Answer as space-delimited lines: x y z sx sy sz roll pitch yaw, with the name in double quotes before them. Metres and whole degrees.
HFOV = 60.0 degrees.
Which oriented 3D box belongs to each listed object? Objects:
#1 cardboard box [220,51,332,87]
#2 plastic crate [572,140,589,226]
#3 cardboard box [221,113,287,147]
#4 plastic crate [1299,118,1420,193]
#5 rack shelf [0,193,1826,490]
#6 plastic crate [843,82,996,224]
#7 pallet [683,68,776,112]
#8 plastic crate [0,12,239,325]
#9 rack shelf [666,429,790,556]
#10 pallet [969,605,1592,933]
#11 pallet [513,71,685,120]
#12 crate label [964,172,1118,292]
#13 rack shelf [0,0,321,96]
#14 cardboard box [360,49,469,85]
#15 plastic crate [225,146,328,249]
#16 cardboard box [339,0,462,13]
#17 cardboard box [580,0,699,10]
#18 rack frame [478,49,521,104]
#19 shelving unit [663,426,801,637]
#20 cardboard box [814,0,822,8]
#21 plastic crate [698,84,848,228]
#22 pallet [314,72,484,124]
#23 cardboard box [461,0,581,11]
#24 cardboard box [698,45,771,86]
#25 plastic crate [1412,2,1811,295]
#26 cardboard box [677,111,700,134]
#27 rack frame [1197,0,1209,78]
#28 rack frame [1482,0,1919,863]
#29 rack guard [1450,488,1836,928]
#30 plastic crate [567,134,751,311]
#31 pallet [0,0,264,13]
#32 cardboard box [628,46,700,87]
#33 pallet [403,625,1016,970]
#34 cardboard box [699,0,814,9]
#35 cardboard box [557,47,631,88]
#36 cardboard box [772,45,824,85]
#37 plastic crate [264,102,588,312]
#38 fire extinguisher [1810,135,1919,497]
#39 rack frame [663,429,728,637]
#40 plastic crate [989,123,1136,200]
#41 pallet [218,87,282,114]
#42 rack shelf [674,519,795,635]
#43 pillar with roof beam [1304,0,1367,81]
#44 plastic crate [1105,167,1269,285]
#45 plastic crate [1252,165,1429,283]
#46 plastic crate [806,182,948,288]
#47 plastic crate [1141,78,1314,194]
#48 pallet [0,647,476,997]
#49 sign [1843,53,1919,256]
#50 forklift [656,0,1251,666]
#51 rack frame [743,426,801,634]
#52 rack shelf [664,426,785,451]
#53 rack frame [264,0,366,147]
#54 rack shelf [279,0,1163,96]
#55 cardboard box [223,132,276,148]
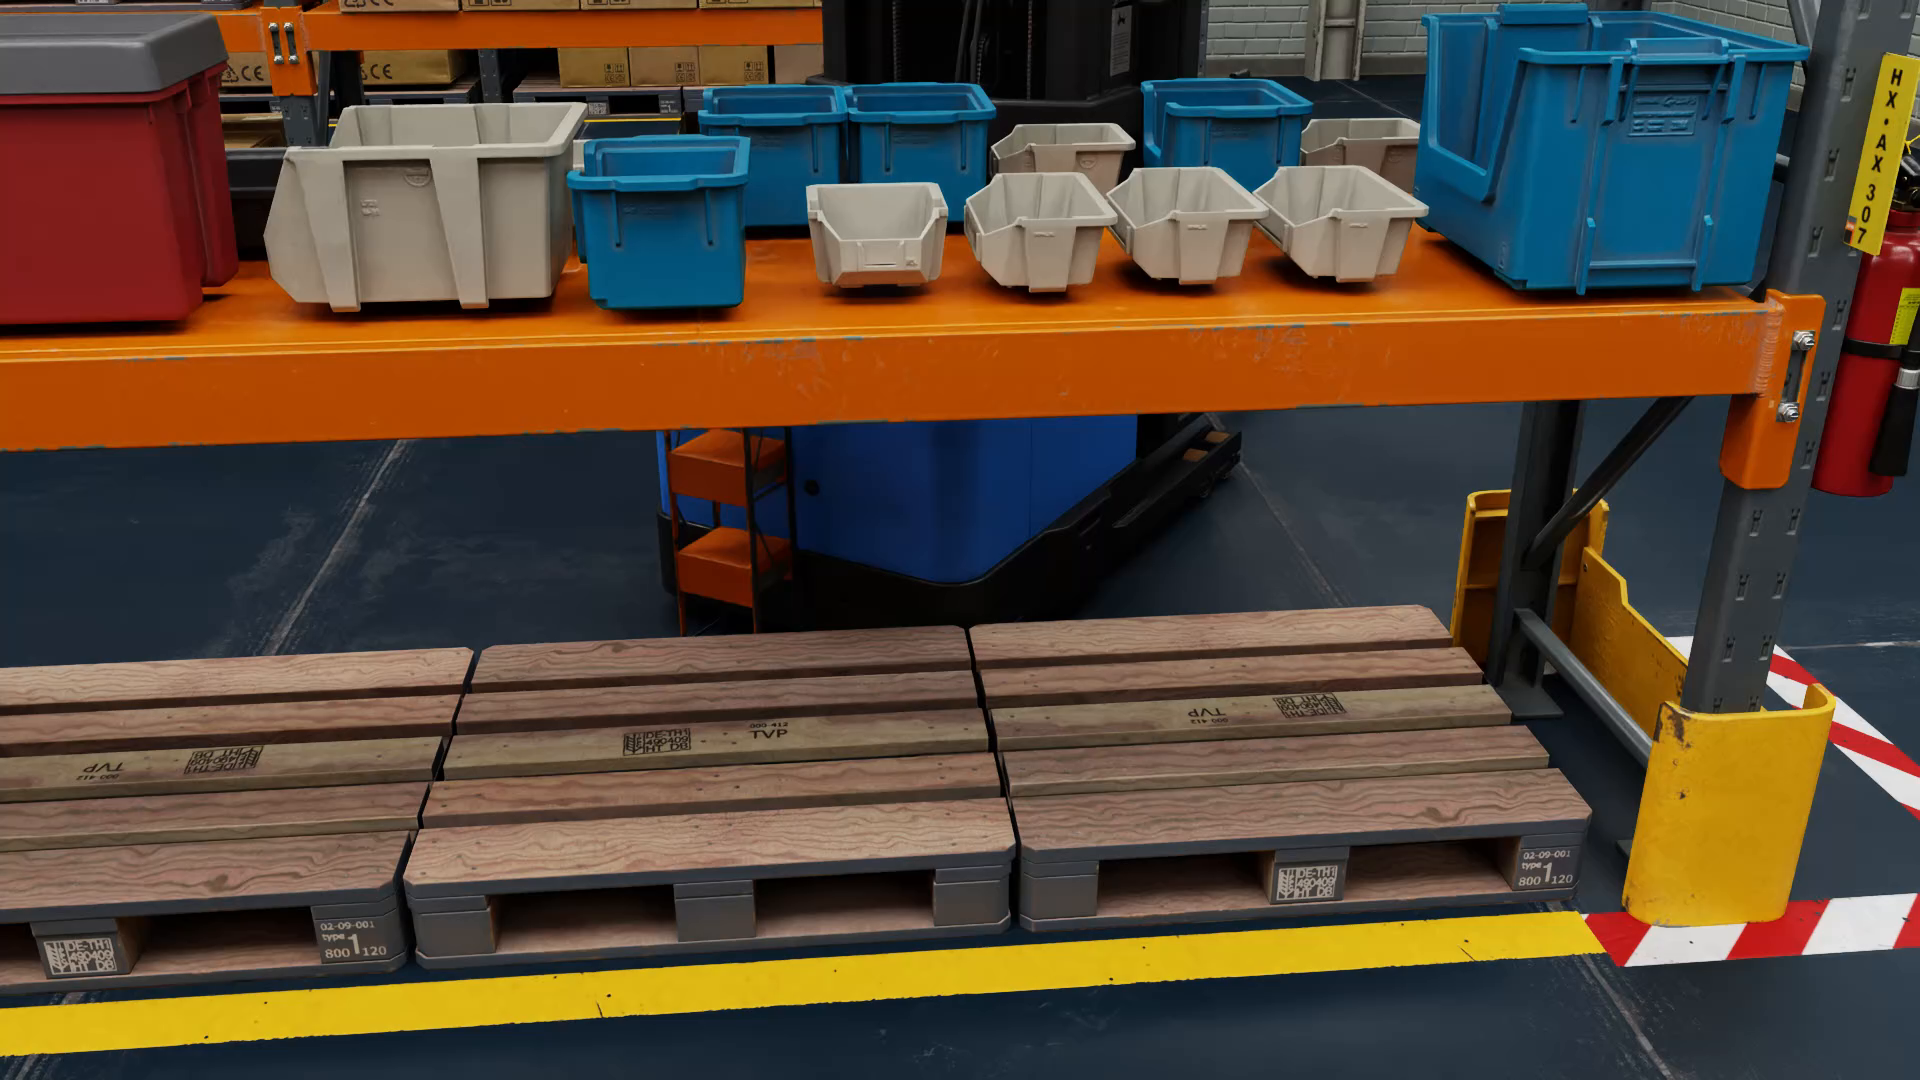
"cardboard box" -4.975 -3.741 12.104 0.750 0.750 0.750 -2 24 -4
"plastic crate" -0.779 -0.740 3.473 0.466 0.136 0.293 -2 24 -5
"cardboard box" -3.471 -1.783 8.104 0.500 0.500 0.500 -3 24 -8
"plastic crate" 0.892 -0.853 3.727 0.298 0.136 0.250 -2 24 -5
"rack shelf" -0.493 -0.394 3.328 4.000 0.370 1.077 -2 24 -5
"plastic crate" -0.091 -0.824 3.542 0.300 0.233 0.416 -2 24 -5
"pallet" -1.475 -3.421 12.688 1.213 0.211 1.003 -2 24 -5
"plastic crate" -1.570 -0.633 2.829 0.583 0.464 0.402 -2 24 -5
"rack shelf" -0.589 -0.136 4.286 0.240 0.259 0.215 11 26 25
"pallet" 0.673 0.489 3.889 1.213 0.211 1.003 -2 24 -5
"pallet" -2.692 -3.371 12.575 1.213 0.211 1.003 -2 24 -5
"crate label" 0.139 -0.577 3.105 0.243 0.136 0.396 -2 24 -5
"rack shelf" -4.956 -2.236 7.474 4.000 0.370 1.077 -2 24 -5
"cardboard box" -4.091 -3.778 12.186 0.750 0.750 0.750 -2 24 -5
"plastic crate" -1.395 -0.697 3.391 0.590 0.125 0.437 -2 24 -5
"cardboard box" -2.432 -2.601 7.285 0.500 0.500 0.500 -2 24 -4
"cardboard box" -1.425 -2.641 7.377 0.500 0.500 0.500 -2 24 -5
"rack frame" -3.457 -4.647 12.012 0.127 3.000 1.000 -2 24 -5
"shelving unit" -0.589 -0.146 4.282 0.252 1.050 0.215 11 26 25
"cardboard box" -0.417 -2.682 7.469 0.500 0.500 0.500 -2 24 -5
"plastic crate" -0.389 -0.812 3.515 0.300 0.233 0.416 -2 24 -5
"pallet" -4.217 -3.311 12.440 1.213 0.211 1.003 -2 24 -5
"cardboard box" -1.923 -2.622 7.334 0.500 0.500 0.500 -2 24 -4
"cardboard box" -1.691 -3.723 12.494 0.500 0.500 0.700 -2 24 -4
"plastic crate" 1.183 -0.757 3.142 0.499 0.435 0.616 -2 24 -5
"cardboard box" -1.097 -1.782 8.098 0.637 0.503 0.797 -2 24 -5
"rack frame" 1.015 -2.804 7.866 0.127 3.000 1.000 -2 24 -5
"rack frame" 1.498 -0.802 3.362 0.127 3.000 1.000 -2 24 -5
"rack guard" 1.520 0.334 3.883 0.348 0.500 1.175 -2 24 -5
"plastic crate" -0.521 -0.567 2.966 0.300 0.233 0.416 -2 24 -5
"pallet" -3.772 -2.569 7.574 1.213 0.211 1.003 -2 24 -5
"cardboard box" -2.202 -3.704 12.450 0.500 0.500 0.700 -3 24 -6
"pallet" -0.538 0.537 3.783 1.213 0.211 1.003 -2 24 -5
"cardboard box" -0.919 -2.662 7.424 0.500 0.500 0.500 -3 24 -6
"cardboard box" -2.702 -3.685 12.408 0.500 0.500 0.700 -2 24 -4
"cardboard box" -1.161 -3.747 12.549 0.500 0.500 0.700 -3 24 -7
"plastic crate" -0.945 -0.602 2.984 0.530 0.282 0.437 -2 24 -5
"fire extinguisher" 1.693 -0.419 3.053 0.183 0.674 0.296 -2 24 -5
"rack frame" -0.697 -0.168 4.334 0.008 1.050 0.200 11 26 25
"plastic crate" 0.217 -0.826 3.666 0.298 0.136 0.250 -2 24 -5
"pallet" -5.434 -3.261 12.328 1.213 0.211 1.003 -2 24 -5
"rack shelf" -0.587 0.119 4.397 0.240 0.259 0.215 11 26 25
"pillar with roof beam" 3.549 -6.265 8.267 0.400 9.000 9.100 -2 24 -5
"plastic crate" 0.414 -0.598 3.152 0.243 0.136 0.396 -2 24 -5
"plastic crate" 0.704 -0.603 3.165 0.243 0.136 0.396 -2 24 -5
"plastic crate" -0.153 -0.557 3.062 0.250 0.136 0.298 -2 24 -5
"plastic crate" 0.565 -0.850 3.602 0.300 0.233 0.416 -2 24 -5
"pallet" -1.755 0.587 3.670 1.213 0.211 1.003 -2 24 -5
"sign" 1.568 -0.655 2.830 0.005 0.325 0.100 -2 24 -5
"forklift" 0.314 -1.561 5.154 1.130 2.935 3.031 13 27 27
"rack frame" -0.481 -0.124 4.230 0.008 1.050 0.200 11 26 25
"rack shelf" -0.591 -0.396 4.172 0.240 0.259 0.215 11 26 25
"rack frame" -2.966 -2.645 7.507 0.127 3.000 1.000 -2 24 -5
"rack shelf" -0.976 -2.396 7.833 4.000 0.370 1.077 -2 24 -5
"cardboard box" -3.429 -1.568 7.621 0.500 0.500 0.500 -2 24 -5
